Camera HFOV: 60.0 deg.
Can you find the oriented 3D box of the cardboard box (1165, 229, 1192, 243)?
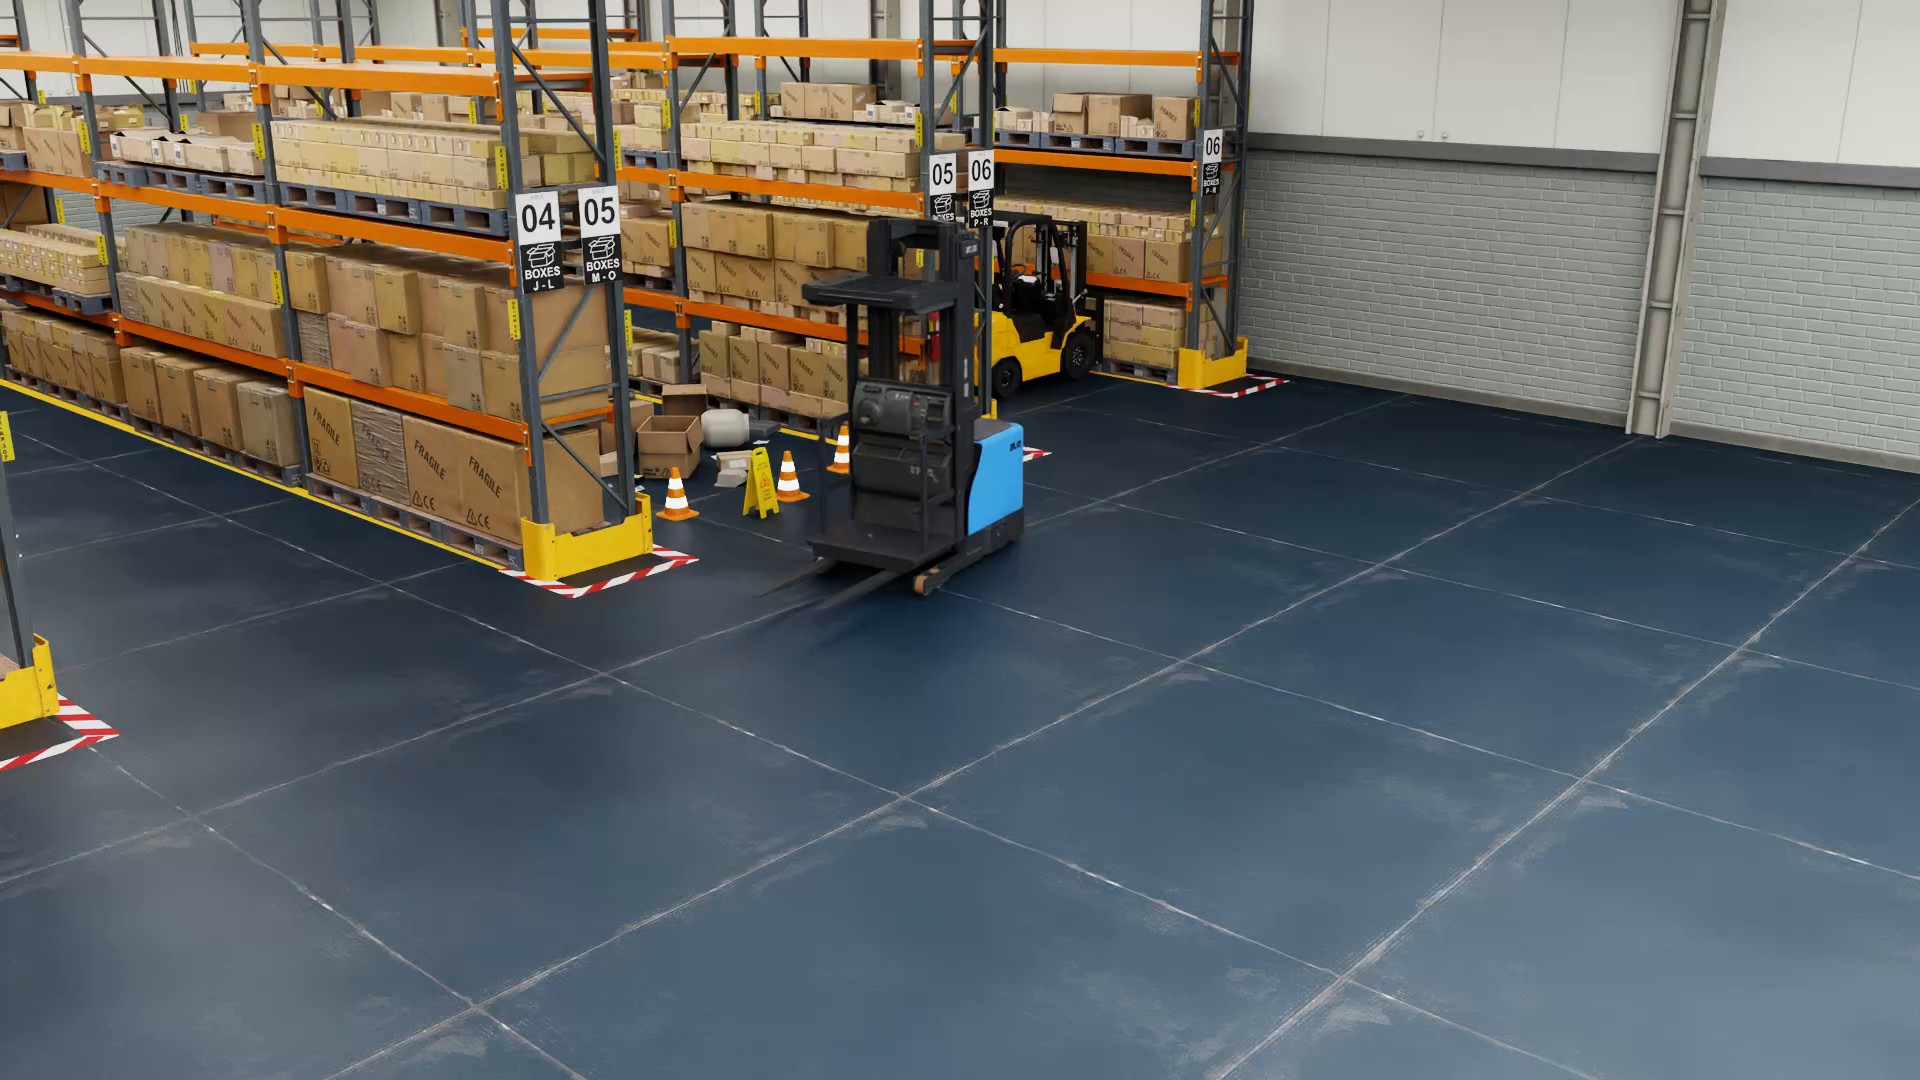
[{"bbox_3d":[2.817,-3.868,21.104,0.250,0.149,0.380,15,23,40],"label":"cardboard box"}]

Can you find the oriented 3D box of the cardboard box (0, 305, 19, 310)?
[{"bbox_3d":[-13.329,-3.153,23.123,0.250,0.149,0.380,14,22,37],"label":"cardboard box"}]

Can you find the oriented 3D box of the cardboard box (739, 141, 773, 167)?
[{"bbox_3d":[-2.116,-4.329,18.592,0.500,0.250,0.500,15,23,40],"label":"cardboard box"}]

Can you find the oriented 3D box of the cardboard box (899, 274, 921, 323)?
[{"bbox_3d":[-0.618,-2.618,17.744,0.500,0.500,0.500,15,23,38],"label":"cardboard box"}]

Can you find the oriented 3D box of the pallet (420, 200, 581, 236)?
[{"bbox_3d":[-3.801,-2.775,14.086,1.213,0.211,1.003,15,23,39],"label":"pallet"}]

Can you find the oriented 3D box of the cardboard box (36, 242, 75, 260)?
[{"bbox_3d":[-10.655,-3.412,19.643,0.250,0.149,0.380,15,23,39],"label":"cardboard box"}]

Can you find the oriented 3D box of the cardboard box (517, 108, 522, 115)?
[{"bbox_3d":[-7.682,-7.649,29.712,0.250,0.149,0.380,15,23,39],"label":"cardboard box"}]

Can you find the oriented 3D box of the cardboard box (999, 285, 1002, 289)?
[{"bbox_3d":[0.800,-3.402,23.069,0.500,0.250,0.500,15,23,39],"label":"cardboard box"}]

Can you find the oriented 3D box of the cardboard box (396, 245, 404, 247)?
[{"bbox_3d":[-7.722,-4.259,23.820,0.500,0.250,0.500,15,23,38],"label":"cardboard box"}]

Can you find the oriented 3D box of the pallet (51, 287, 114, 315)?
[{"bbox_3d":[-9.827,-2.875,19.530,1.003,0.211,1.213,15,23,39],"label":"pallet"}]

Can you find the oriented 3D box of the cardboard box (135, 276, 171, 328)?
[{"bbox_3d":[-8.684,-2.643,18.314,0.500,0.500,0.500,15,23,39],"label":"cardboard box"}]

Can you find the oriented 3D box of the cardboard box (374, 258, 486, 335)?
[{"bbox_3d":[-4.776,-2.221,15.117,0.500,0.550,0.875,15,23,39],"label":"cardboard box"}]

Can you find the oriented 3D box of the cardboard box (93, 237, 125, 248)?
[{"bbox_3d":[-10.225,-3.559,20.105,0.250,0.149,0.380,16,24,42],"label":"cardboard box"}]

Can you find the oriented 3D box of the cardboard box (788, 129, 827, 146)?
[{"bbox_3d":[-1.648,-4.373,18.070,0.250,0.149,0.380,16,23,41],"label":"cardboard box"}]

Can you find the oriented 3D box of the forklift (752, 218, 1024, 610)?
[{"bbox_3d":[-0.590,-1.099,13.730,1.130,2.935,3.031,10,20,28],"label":"forklift"}]

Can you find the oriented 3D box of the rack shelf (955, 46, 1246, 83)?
[{"bbox_3d":[1.766,-6.233,21.725,4.000,0.370,1.077,15,23,39],"label":"rack shelf"}]

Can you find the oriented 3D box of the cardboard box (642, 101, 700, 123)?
[{"bbox_3d":[-3.572,-5.287,20.581,0.500,0.250,0.500,14,23,38],"label":"cardboard box"}]

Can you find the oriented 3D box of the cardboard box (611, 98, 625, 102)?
[{"bbox_3d":[-5.583,-7.263,27.635,0.250,0.149,0.380,15,23,40],"label":"cardboard box"}]

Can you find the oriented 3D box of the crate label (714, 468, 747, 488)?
[{"bbox_3d":[-2.319,-0.636,16.889,0.298,0.136,0.250,4,18,11],"label":"crate label"}]

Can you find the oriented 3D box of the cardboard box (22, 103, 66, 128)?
[{"bbox_3d":[-10.674,-4.966,19.411,0.258,0.266,0.396,15,23,39],"label":"cardboard box"}]

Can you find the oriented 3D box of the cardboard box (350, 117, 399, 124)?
[{"bbox_3d":[-5.557,-3.930,15.816,0.250,0.149,0.380,15,23,39],"label":"cardboard box"}]

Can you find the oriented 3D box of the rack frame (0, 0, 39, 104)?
[{"bbox_3d":[-12.215,-6.510,20.749,0.127,3.000,1.000,15,23,39],"label":"rack frame"}]

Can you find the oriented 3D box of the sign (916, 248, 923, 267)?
[{"bbox_3d":[-0.413,-2.963,17.051,0.005,0.325,0.100,15,23,39],"label":"sign"}]

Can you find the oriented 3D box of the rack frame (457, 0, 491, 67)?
[{"bbox_3d":[-8.705,-9.577,30.413,0.127,3.000,1.000,15,23,39],"label":"rack frame"}]

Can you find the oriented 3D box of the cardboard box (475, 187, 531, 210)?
[{"bbox_3d":[-3.713,-2.789,13.539,0.250,0.149,0.380,15,23,39],"label":"cardboard box"}]

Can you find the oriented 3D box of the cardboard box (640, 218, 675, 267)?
[{"bbox_3d":[-3.519,-3.615,20.193,0.500,0.500,0.500,15,23,38],"label":"cardboard box"}]

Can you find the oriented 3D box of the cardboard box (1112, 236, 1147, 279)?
[{"bbox_3d":[2.338,-3.699,21.642,0.500,0.500,0.500,16,24,41],"label":"cardboard box"}]

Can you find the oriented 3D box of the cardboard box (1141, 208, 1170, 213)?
[{"bbox_3d":[2.598,-4.283,21.918,0.250,0.149,0.380,15,23,40],"label":"cardboard box"}]

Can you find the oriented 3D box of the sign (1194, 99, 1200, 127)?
[{"bbox_3d":[2.892,-5.199,20.244,0.005,0.325,0.100,15,23,39],"label":"sign"}]

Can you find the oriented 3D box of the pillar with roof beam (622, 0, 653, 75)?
[{"bbox_3d":[-8.493,-8.144,25.897,0.400,9.000,9.100,15,23,39],"label":"pillar with roof beam"}]

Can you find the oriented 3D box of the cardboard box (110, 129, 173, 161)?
[{"bbox_3d":[-8.828,-4.288,17.992,0.500,0.311,0.500,15,23,39],"label":"cardboard box"}]

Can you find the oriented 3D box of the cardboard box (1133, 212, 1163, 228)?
[{"bbox_3d":[2.436,-4.117,21.396,0.250,0.149,0.380,16,23,40],"label":"cardboard box"}]

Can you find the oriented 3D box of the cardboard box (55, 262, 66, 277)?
[{"bbox_3d":[-10.294,-3.171,19.375,0.250,0.149,0.380,16,23,41],"label":"cardboard box"}]

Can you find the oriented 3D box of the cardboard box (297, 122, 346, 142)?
[{"bbox_3d":[-5.804,-3.731,15.186,0.250,0.149,0.380,15,23,39],"label":"cardboard box"}]

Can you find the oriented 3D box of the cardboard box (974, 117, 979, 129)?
[{"bbox_3d":[0.405,-5.707,22.734,0.250,0.149,0.380,16,23,40],"label":"cardboard box"}]

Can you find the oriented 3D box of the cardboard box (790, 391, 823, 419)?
[{"bbox_3d":[-1.590,-1.582,18.990,0.500,0.250,0.500,14,22,37],"label":"cardboard box"}]

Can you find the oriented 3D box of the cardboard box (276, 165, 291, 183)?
[{"bbox_3d":[-6.185,-3.452,15.628,0.250,0.149,0.380,15,23,38],"label":"cardboard box"}]

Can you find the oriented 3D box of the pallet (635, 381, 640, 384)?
[{"bbox_3d":[-4.521,-2.256,21.873,1.213,0.211,1.003,15,23,39],"label":"pallet"}]

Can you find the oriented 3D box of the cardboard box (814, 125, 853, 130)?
[{"bbox_3d":[-1.416,-4.571,18.694,0.250,0.149,0.380,15,23,40],"label":"cardboard box"}]

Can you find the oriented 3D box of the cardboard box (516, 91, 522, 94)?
[{"bbox_3d":[-7.787,-8.106,29.666,0.500,0.250,0.500,15,23,38],"label":"cardboard box"}]

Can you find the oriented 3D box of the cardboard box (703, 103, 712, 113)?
[{"bbox_3d":[-3.875,-6.893,26.503,0.250,0.149,0.380,15,23,40],"label":"cardboard box"}]

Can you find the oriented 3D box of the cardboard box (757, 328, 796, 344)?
[{"bbox_3d":[-2.117,-2.366,19.149,0.250,0.149,0.380,17,24,42],"label":"cardboard box"}]

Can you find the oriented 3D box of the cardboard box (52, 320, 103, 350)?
[{"bbox_3d":[-10.663,-2.496,20.217,0.500,0.250,0.500,16,23,41],"label":"cardboard box"}]

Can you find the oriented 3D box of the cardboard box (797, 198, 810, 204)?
[{"bbox_3d":[-2.269,-5.239,25.422,0.250,0.149,0.380,16,24,41],"label":"cardboard box"}]

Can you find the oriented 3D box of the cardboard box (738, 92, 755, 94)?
[{"bbox_3d":[-3.401,-7.088,26.625,0.250,0.149,0.380,16,24,41],"label":"cardboard box"}]

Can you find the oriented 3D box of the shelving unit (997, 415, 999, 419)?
[{"bbox_3d":[0.196,-0.637,15.382,0.252,1.050,0.215,10,20,28],"label":"shelving unit"}]

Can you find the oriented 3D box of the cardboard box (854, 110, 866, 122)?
[{"bbox_3d":[-1.330,-6.173,24.202,0.250,0.149,0.380,15,23,39],"label":"cardboard box"}]

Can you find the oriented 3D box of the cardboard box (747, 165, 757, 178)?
[{"bbox_3d":[-2.180,-4.171,18.753,0.250,0.149,0.380,14,22,38],"label":"cardboard box"}]

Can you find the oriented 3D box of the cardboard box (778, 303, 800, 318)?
[{"bbox_3d":[-1.841,-2.626,18.842,0.250,0.149,0.380,15,23,39],"label":"cardboard box"}]

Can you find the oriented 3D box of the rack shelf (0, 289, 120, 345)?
[{"bbox_3d":[-10.719,-2.906,20.500,4.000,0.370,1.077,15,23,39],"label":"rack shelf"}]

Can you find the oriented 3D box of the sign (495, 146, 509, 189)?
[{"bbox_3d":[-3.610,-2.935,13.111,0.005,0.325,0.100,15,23,39],"label":"sign"}]

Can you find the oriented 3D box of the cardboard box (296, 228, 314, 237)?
[{"bbox_3d":[-9.910,-4.976,25.667,0.500,0.500,0.500,14,23,38],"label":"cardboard box"}]

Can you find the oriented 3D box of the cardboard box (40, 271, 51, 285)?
[{"bbox_3d":[-10.661,-3.129,19.735,0.250,0.149,0.380,14,22,37],"label":"cardboard box"}]

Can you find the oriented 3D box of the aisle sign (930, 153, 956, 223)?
[{"bbox_3d":[-0.176,-3.543,17.018,0.004,0.787,0.394,15,23,39],"label":"aisle sign"}]
